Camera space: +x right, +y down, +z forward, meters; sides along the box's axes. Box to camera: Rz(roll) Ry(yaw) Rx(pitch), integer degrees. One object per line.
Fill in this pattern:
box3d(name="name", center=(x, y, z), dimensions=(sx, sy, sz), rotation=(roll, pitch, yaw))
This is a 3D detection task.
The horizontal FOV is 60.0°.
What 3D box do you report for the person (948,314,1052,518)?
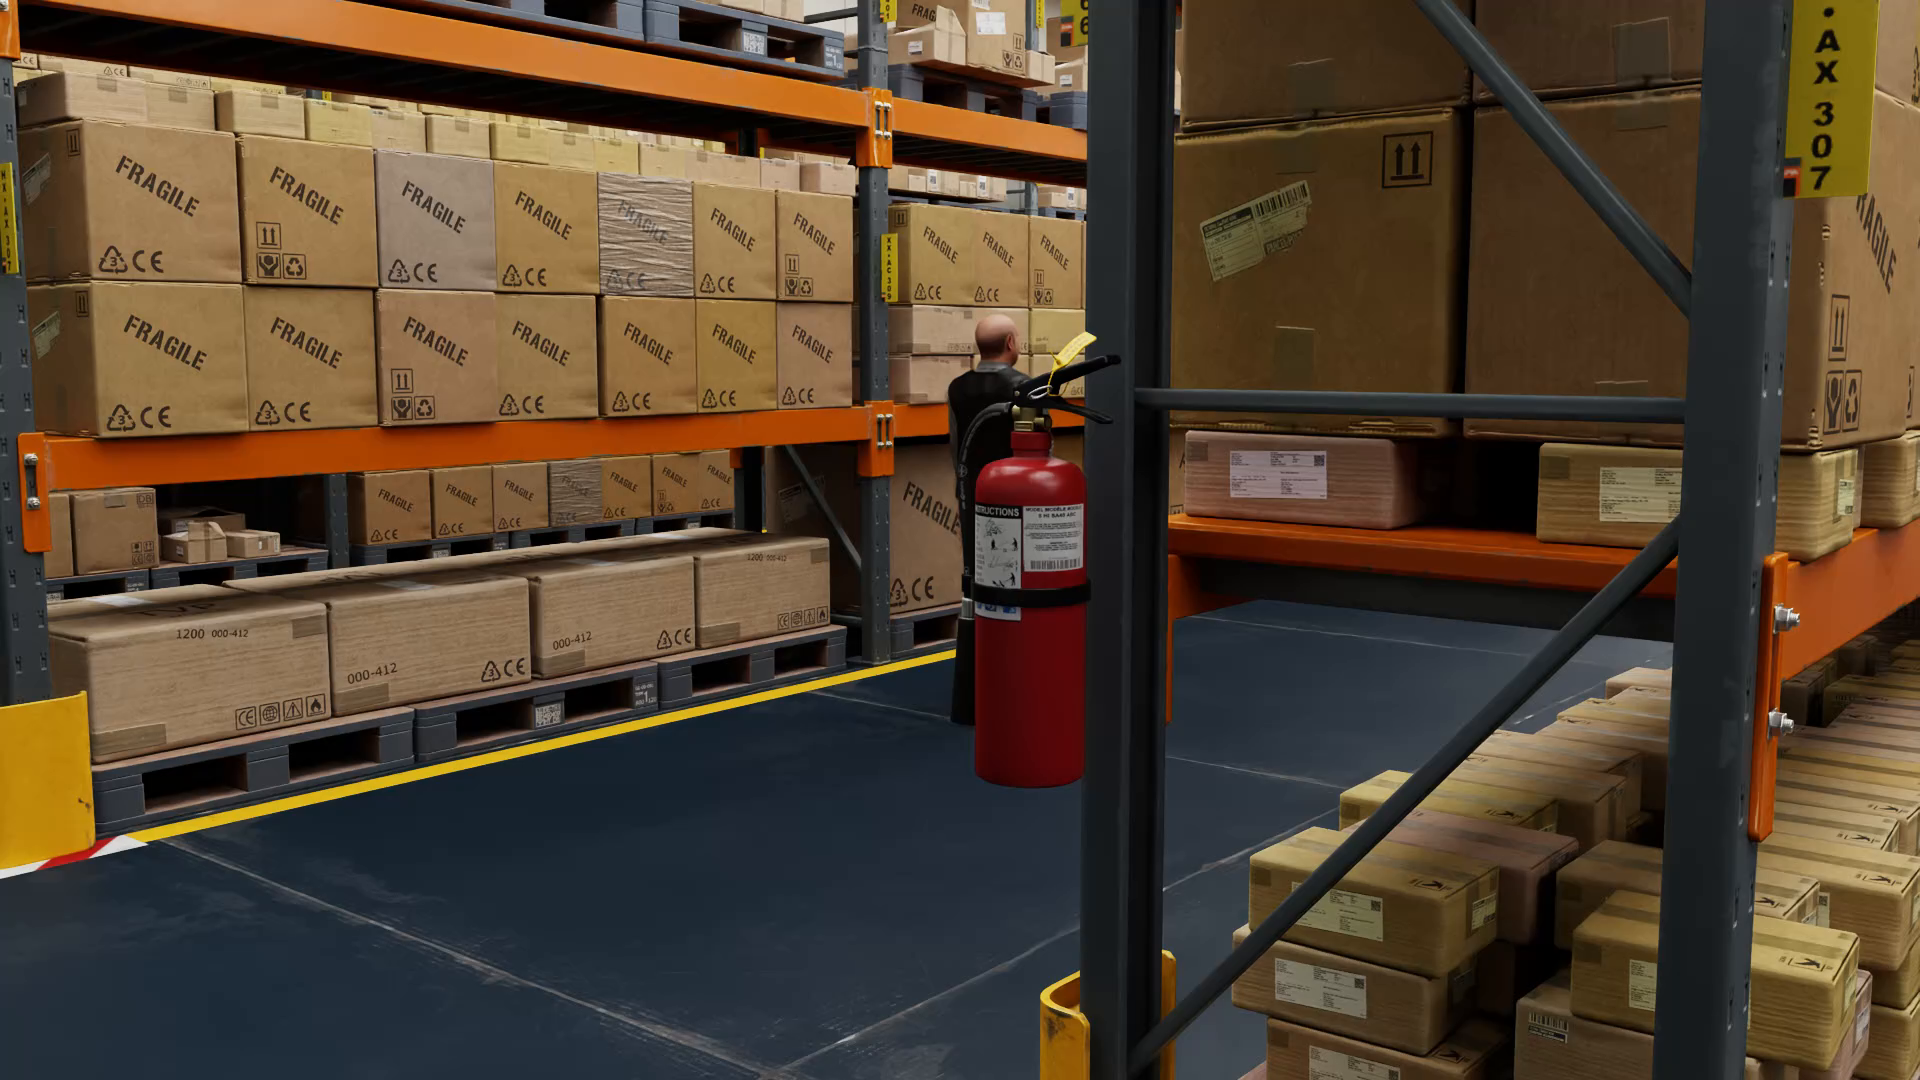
box3d(name="person", center=(0.234, -0.133, 7.466), dimensions=(0.562, 1.744, 0.516), rotation=(4, 8, 33))
